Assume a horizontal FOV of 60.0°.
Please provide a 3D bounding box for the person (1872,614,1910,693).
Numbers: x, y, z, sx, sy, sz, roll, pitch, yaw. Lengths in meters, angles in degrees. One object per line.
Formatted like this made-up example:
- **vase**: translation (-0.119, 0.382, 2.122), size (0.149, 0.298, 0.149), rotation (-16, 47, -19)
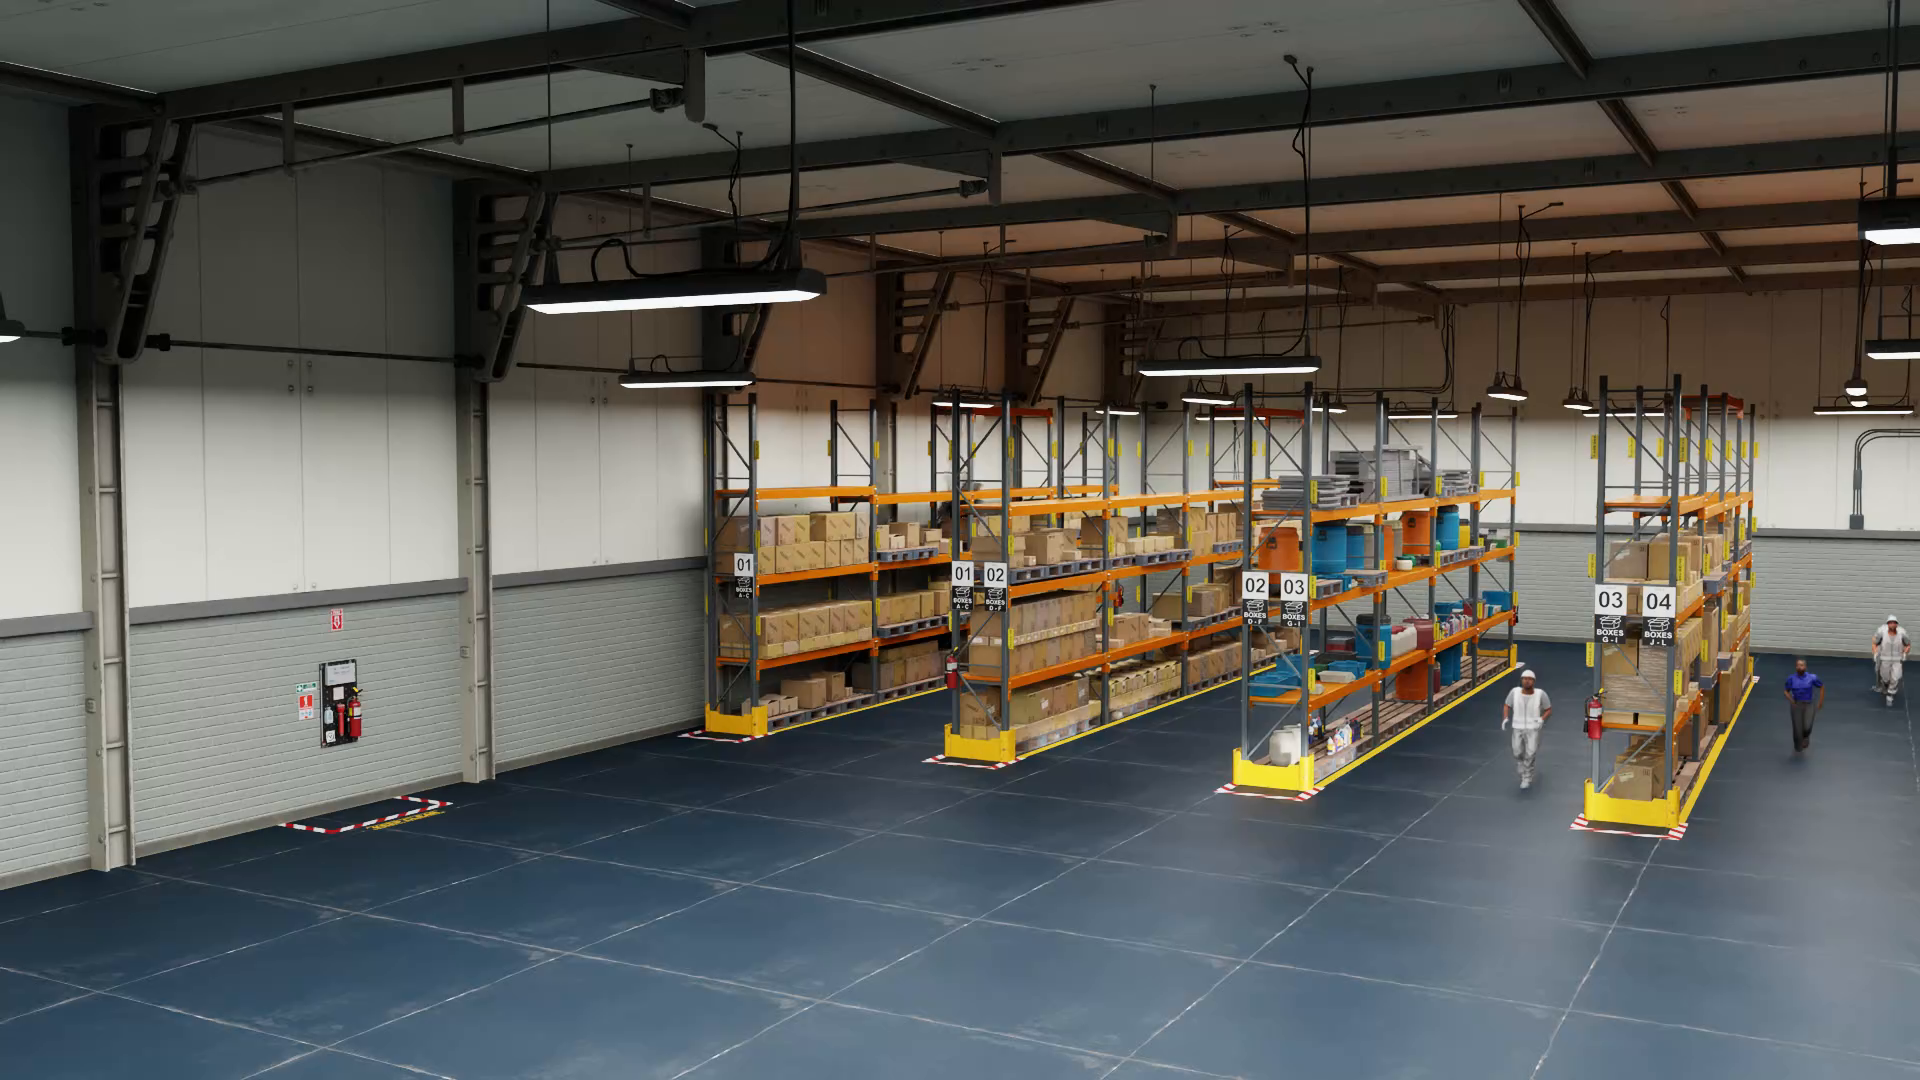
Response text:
- **person**: translation (19.128, 2.348, 34.273), size (0.657, 1.663, 0.692), rotation (-2, 4, -37)

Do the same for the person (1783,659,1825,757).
- **person**: translation (13.719, 2.746, 27.061), size (0.598, 1.618, 0.620), rotation (2, 4, 31)

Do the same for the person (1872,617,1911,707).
- **person**: translation (18.316, 2.380, 32.692), size (0.670, 1.752, 0.611), rotation (1, 3, 25)

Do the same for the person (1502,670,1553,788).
- **person**: translation (8.448, 2.808, 24.773), size (0.699, 1.744, 0.596), rotation (1, 3, 25)
